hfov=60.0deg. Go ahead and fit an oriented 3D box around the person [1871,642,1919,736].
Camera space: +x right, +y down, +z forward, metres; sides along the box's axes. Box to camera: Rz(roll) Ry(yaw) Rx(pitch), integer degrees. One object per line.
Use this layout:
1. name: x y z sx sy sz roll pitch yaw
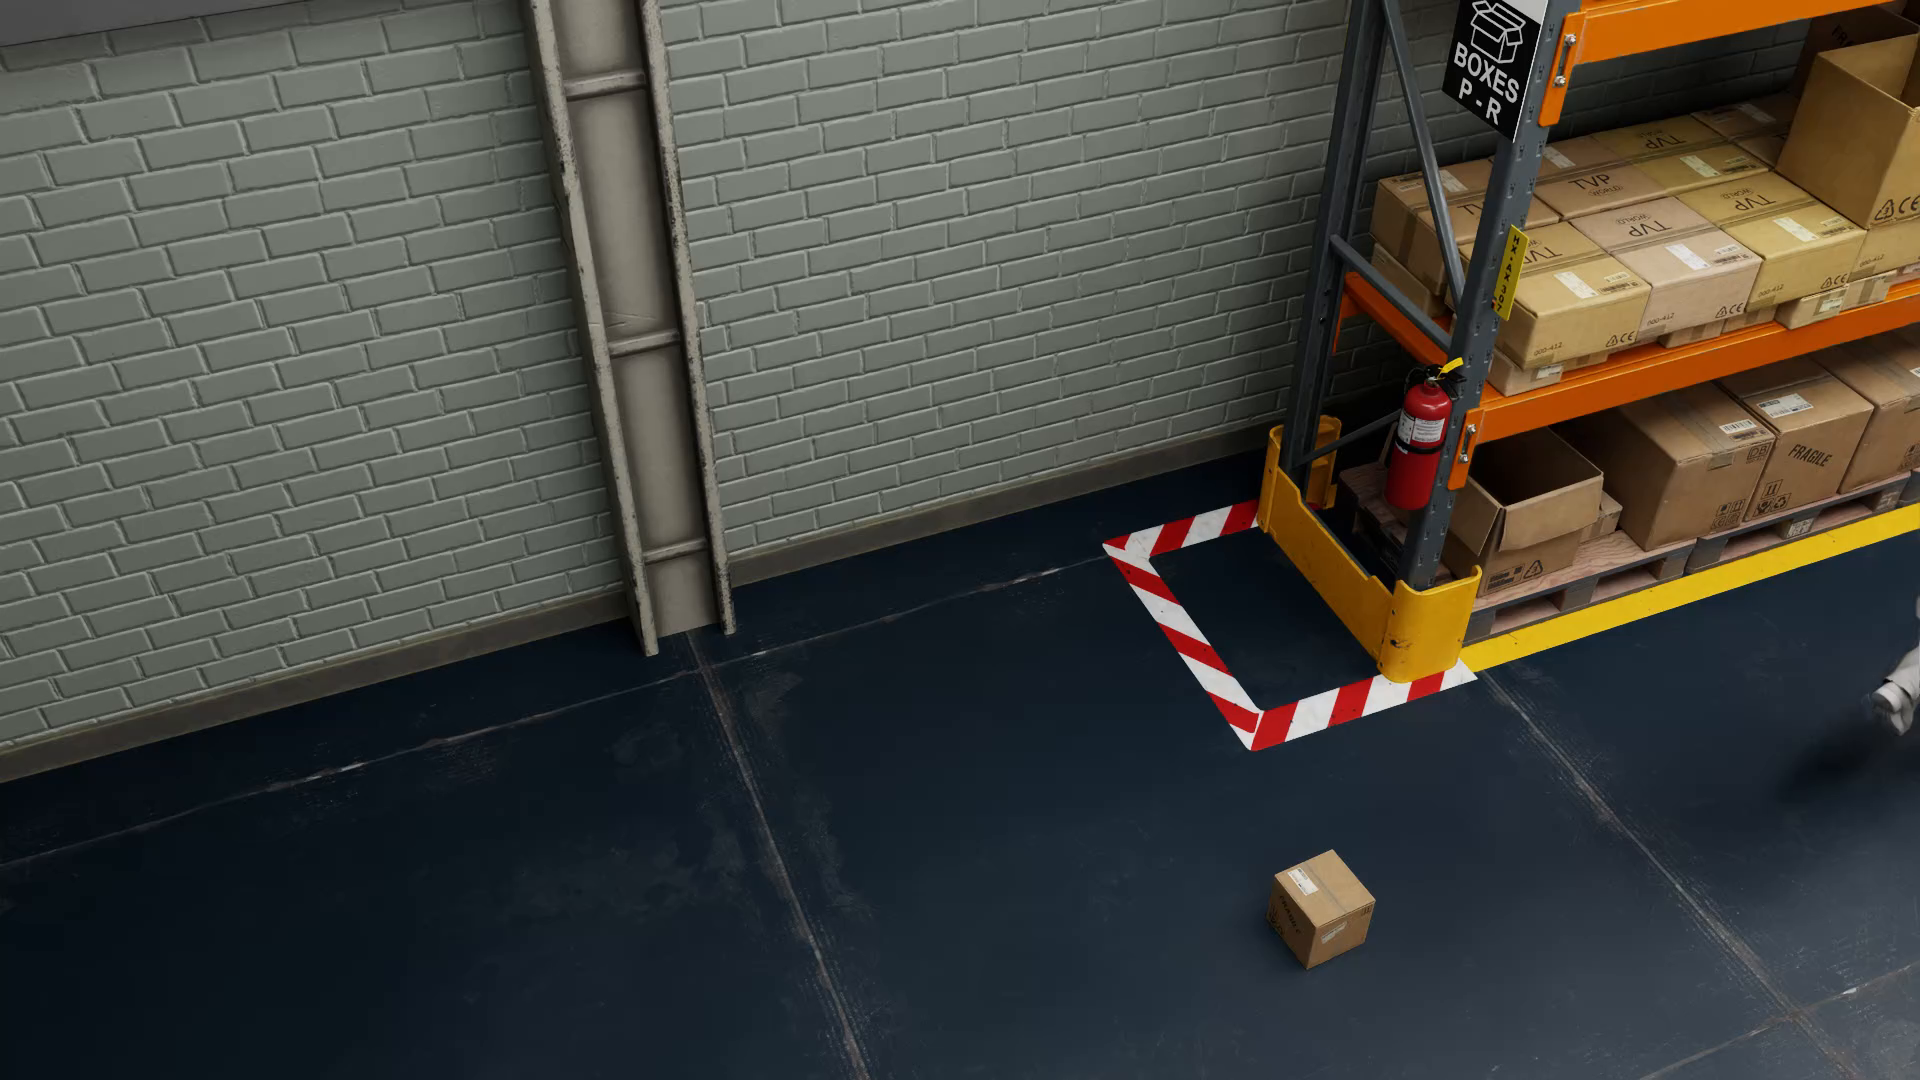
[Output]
1. person: 3.862 0.117 6.007 0.756 1.759 0.590 -17 44 -19
